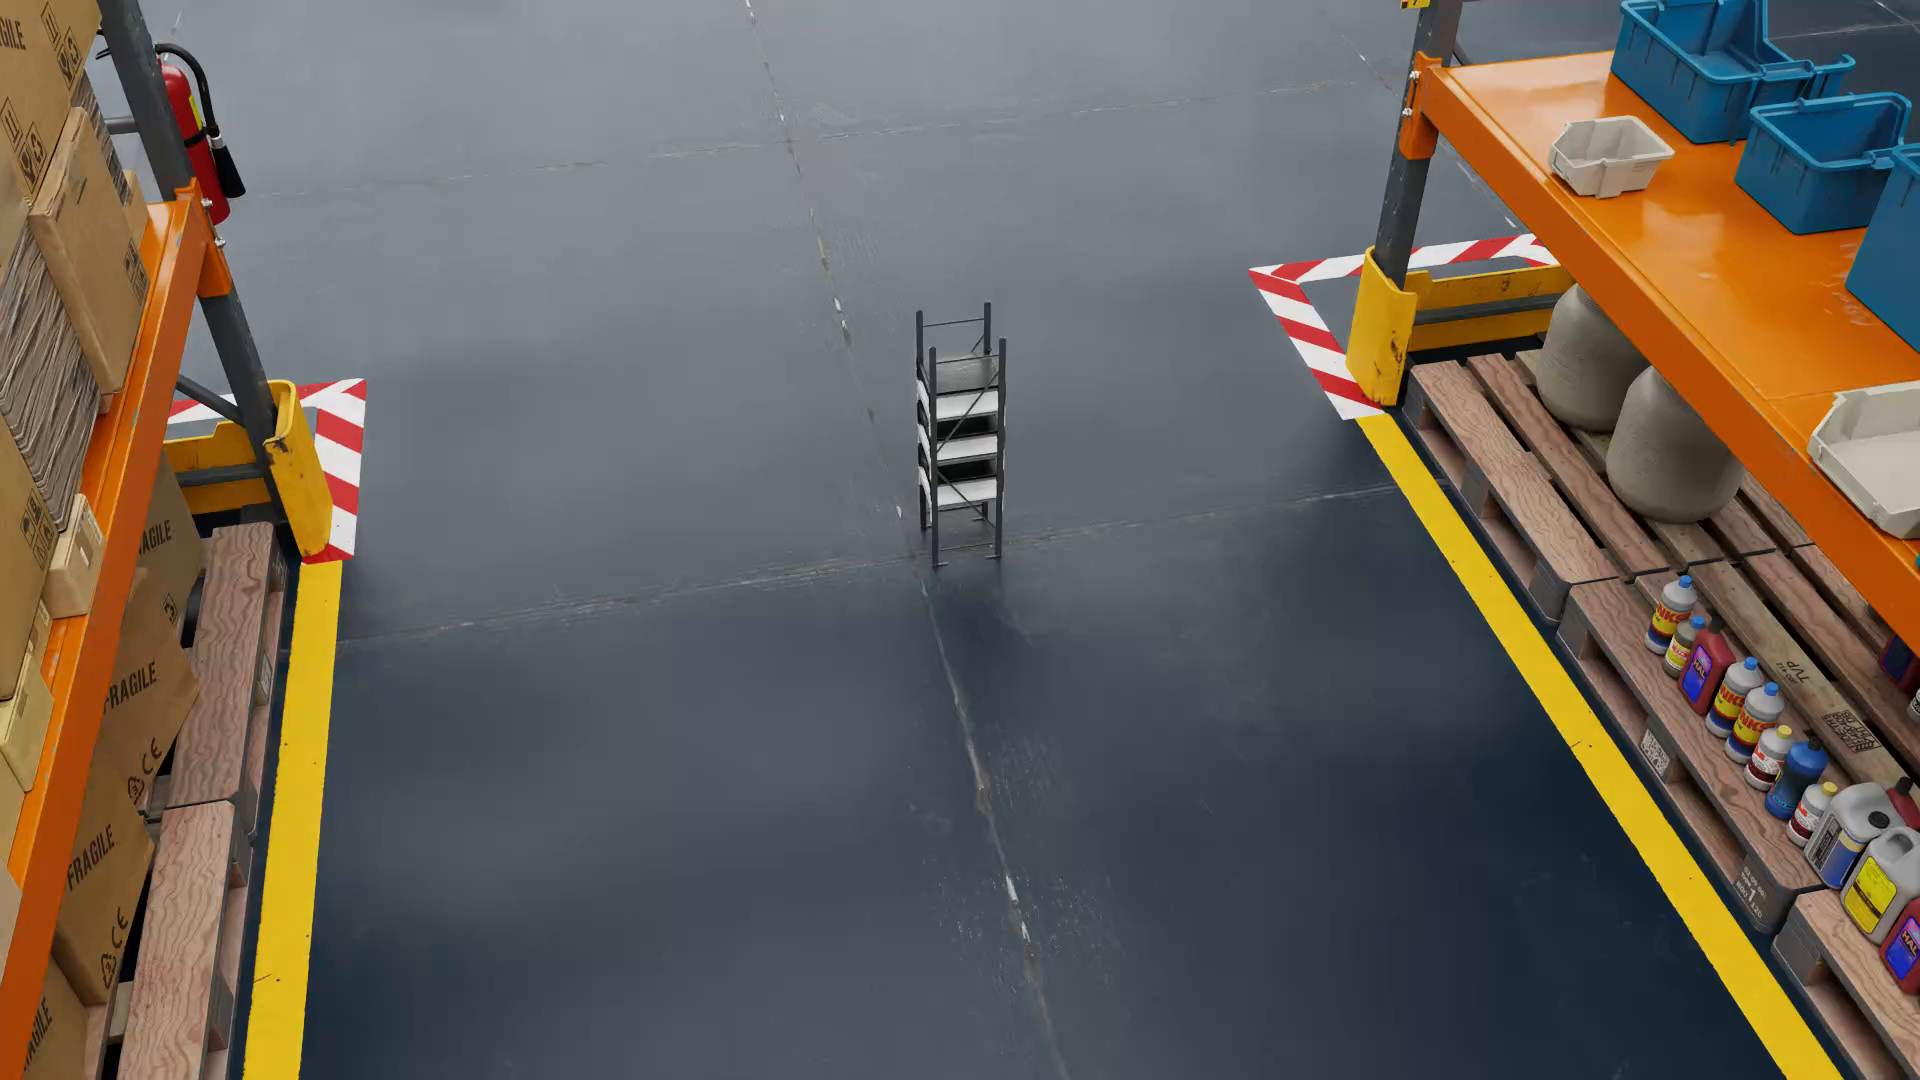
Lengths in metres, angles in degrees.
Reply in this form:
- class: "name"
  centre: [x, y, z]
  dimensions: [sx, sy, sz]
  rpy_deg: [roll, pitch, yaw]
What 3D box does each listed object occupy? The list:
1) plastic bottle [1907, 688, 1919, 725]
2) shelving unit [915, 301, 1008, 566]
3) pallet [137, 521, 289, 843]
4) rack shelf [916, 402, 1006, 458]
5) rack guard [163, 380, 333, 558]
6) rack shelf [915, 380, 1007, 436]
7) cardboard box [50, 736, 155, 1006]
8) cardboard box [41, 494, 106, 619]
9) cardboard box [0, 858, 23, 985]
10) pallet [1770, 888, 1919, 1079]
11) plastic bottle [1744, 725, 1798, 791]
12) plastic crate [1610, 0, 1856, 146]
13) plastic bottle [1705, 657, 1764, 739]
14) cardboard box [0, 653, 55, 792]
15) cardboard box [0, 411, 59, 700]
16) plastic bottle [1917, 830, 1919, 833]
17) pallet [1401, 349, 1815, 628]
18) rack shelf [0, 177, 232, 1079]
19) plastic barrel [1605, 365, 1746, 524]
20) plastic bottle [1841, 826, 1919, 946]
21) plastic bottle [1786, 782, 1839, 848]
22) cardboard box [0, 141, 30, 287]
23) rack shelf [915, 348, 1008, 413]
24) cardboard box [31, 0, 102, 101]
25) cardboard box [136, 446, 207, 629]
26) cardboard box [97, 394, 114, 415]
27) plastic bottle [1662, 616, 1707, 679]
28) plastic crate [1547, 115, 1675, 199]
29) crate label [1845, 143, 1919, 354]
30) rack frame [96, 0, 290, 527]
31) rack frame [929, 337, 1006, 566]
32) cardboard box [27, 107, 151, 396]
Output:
- class: "plastic bottle"
  centre: [2.810, 0.436, 4.775]
  dimensions: [0.097, 0.201, 0.097]
  rpy_deg: [0, 42, 0]
- class: "shelving unit"
  centre: [0.002, -0.331, 5.445]
  dimensions: [0.258, 0.900, 0.210]
  rpy_deg: [-8, 42, -9]
- class: "pallet"
  centre: [-2.633, 0.473, 5.058]
  dimensions: [1.003, 0.211, 1.213]
  rpy_deg: [-8, 42, -9]
- class: "rack shelf"
  centre: [0.002, -0.374, 5.408]
  dimensions: [0.258, 0.077, 0.200]
  rpy_deg: [-8, 42, -9]
- class: "rack guard"
  centre: [-2.774, -0.167, 5.561]
  dimensions: [1.175, 0.500, 0.348]
  rpy_deg: [-8, 42, -9]
- class: "rack shelf"
  centre: [0.002, -0.441, 5.348]
  dimensions: [0.258, 0.077, 0.200]
  rpy_deg: [-8, 42, -9]
- class: "cardboard box"
  centre: [-2.393, 0.825, 4.127]
  dimensions: [0.500, 0.500, 0.500]
  rpy_deg: [-5, 42, -5]
- class: "cardboard box"
  centre: [-2.101, 0.056, 3.617]
  dimensions: [0.380, 0.149, 0.250]
  rpy_deg: [-8, 42, -9]
- class: "cardboard box"
  centre: [-1.879, 0.703, 2.888]
  dimensions: [0.380, 0.149, 0.250]
  rpy_deg: [-8, 42, -9]
- class: "pallet"
  centre: [2.805, 1.334, 4.088]
  dimensions: [1.003, 0.211, 1.213]
  rpy_deg: [-8, 42, -9]
- class: "plastic bottle"
  centre: [2.250, 0.593, 4.599]
  dimensions: [0.097, 0.201, 0.097]
  rpy_deg: [0, 42, 0]
- class: "plastic crate"
  centre: [2.446, -1.523, 5.319]
  dimensions: [0.499, 0.251, 0.616]
  rpy_deg: [-8, 42, -9]
- class: "plastic bottle"
  centre: [2.207, 0.437, 4.722]
  dimensions: [0.097, 0.271, 0.097]
  rpy_deg: [0, 42, 0]
- class: "cardboard box"
  centre: [-2.016, 0.383, 3.248]
  dimensions: [0.380, 0.149, 0.250]
  rpy_deg: [-8, 42, -9]
- class: "cardboard box"
  centre: [-2.311, 0.024, 3.164]
  dimensions: [0.875, 0.500, 0.500]
  rpy_deg: [-8, 42, -9]
- class: "plastic bottle"
  centre: [2.472, 0.842, 4.256]
  dimensions: [0.061, 0.283, 0.133]
  rpy_deg: [-8, 42, -9]
- class: "pallet"
  centre: [2.278, -0.248, 5.870]
  dimensions: [1.003, 0.211, 1.213]
  rpy_deg: [-8, 42, -9]
- class: "rack shelf"
  centre: [-2.359, 0.415, 3.565]
  dimensions: [1.077, 0.370, 4.000]
  rpy_deg: [-8, 42, -9]
- class: "plastic barrel"
  centre: [2.371, -0.347, 5.439]
  dimensions: [0.421, 0.512, 0.421]
  rpy_deg: [0, 42, 0]
- class: "plastic bottle"
  centre: [2.378, 0.849, 4.199]
  dimensions: [0.144, 0.351, 0.185]
  rpy_deg: [-9, 42, -10]
- class: "plastic bottle"
  centre: [2.294, 0.726, 4.449]
  dimensions: [0.097, 0.201, 0.097]
  rpy_deg: [0, 42, 0]
- class: "cardboard box"
  centre: [-2.211, -0.705, 3.232]
  dimensions: [0.500, 0.500, 0.500]
  rpy_deg: [-8, 42, -9]
- class: "rack shelf"
  centre: [0.002, -0.508, 5.288]
  dimensions: [0.258, 0.077, 0.200]
  rpy_deg: [-8, 42, -9]
- class: "cardboard box"
  centre: [-2.430, -1.352, 3.961]
  dimensions: [0.500, 0.500, 0.500]
  rpy_deg: [-8, 42, -9]
- class: "cardboard box"
  centre: [-2.672, 0.034, 5.019]
  dimensions: [0.500, 0.500, 0.500]
  rpy_deg: [-1, 42, -1]
- class: "cardboard box"
  centre: [-2.331, -0.421, 4.154]
  dimensions: [0.380, 0.149, 0.250]
  rpy_deg: [-8, 42, -9]
- class: "plastic bottle"
  centre: [2.155, 0.308, 4.919]
  dimensions: [0.097, 0.201, 0.097]
  rpy_deg: [0, 42, 0]
- class: "plastic crate"
  centre: [1.925, -1.136, 4.969]
  dimensions: [0.298, 0.136, 0.250]
  rpy_deg: [-8, 42, -9]
- class: "crate label"
  centre: [2.707, -0.719, 4.274]
  dimensions: [0.502, 0.435, 0.616]
  rpy_deg: [-8, 42, -9]
- class: "rack frame"
  centre: [-2.790, -1.151, 4.787]
  dimensions: [1.000, 3.000, 0.127]
  rpy_deg: [-8, 42, -9]
- class: "rack frame"
  centre: [0.024, -0.265, 5.371]
  dimensions: [0.240, 0.900, 0.006]
  rpy_deg: [-8, 42, -9]
- class: "cardboard box"
  centre: [-2.473, -0.632, 3.903]
  dimensions: [0.875, 0.500, 0.500]
  rpy_deg: [-8, 42, -9]
